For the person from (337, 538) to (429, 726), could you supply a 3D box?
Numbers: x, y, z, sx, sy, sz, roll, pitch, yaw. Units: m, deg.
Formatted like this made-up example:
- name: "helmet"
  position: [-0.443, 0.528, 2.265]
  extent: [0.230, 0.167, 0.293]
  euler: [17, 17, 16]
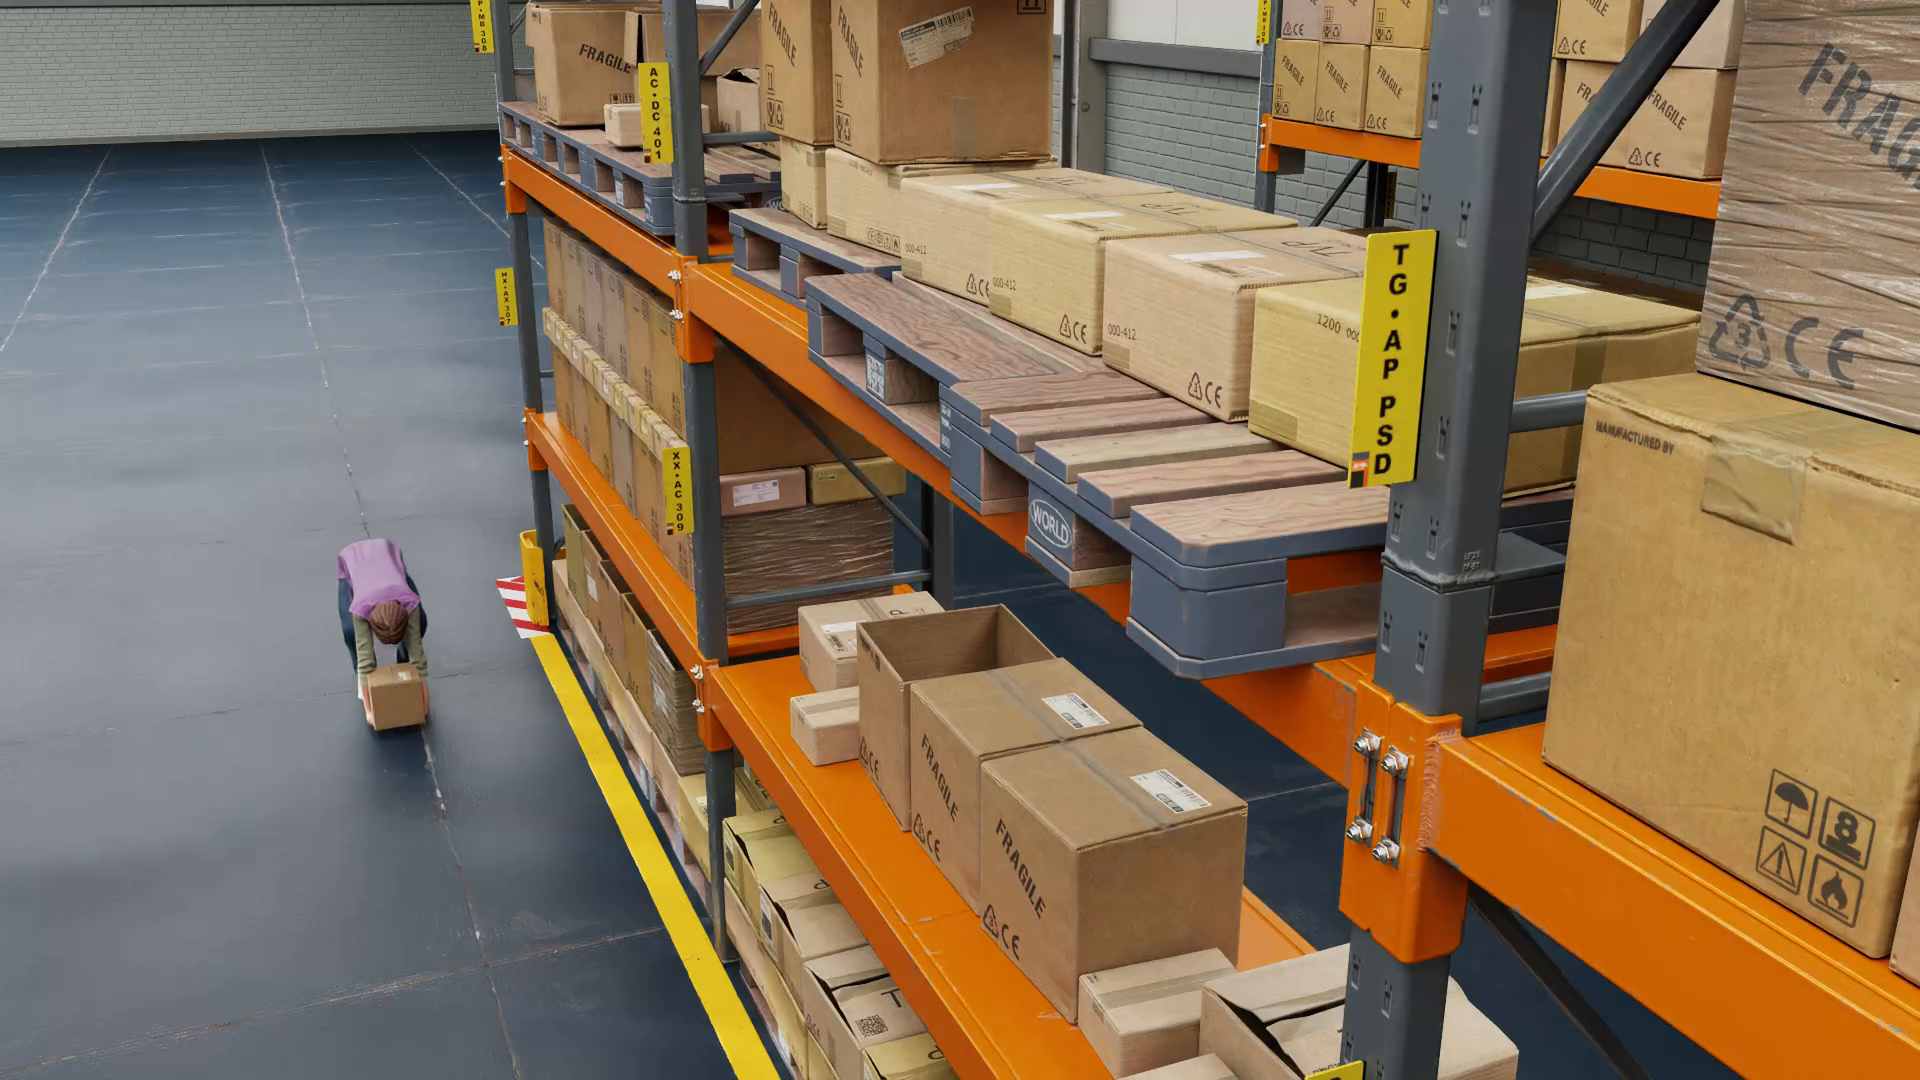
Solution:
- name: "person"
  position: [-3.060, 0.467, 8.858]
  extent: [0.427, 0.860, 0.853]
  euler: [-9, 21, -25]
